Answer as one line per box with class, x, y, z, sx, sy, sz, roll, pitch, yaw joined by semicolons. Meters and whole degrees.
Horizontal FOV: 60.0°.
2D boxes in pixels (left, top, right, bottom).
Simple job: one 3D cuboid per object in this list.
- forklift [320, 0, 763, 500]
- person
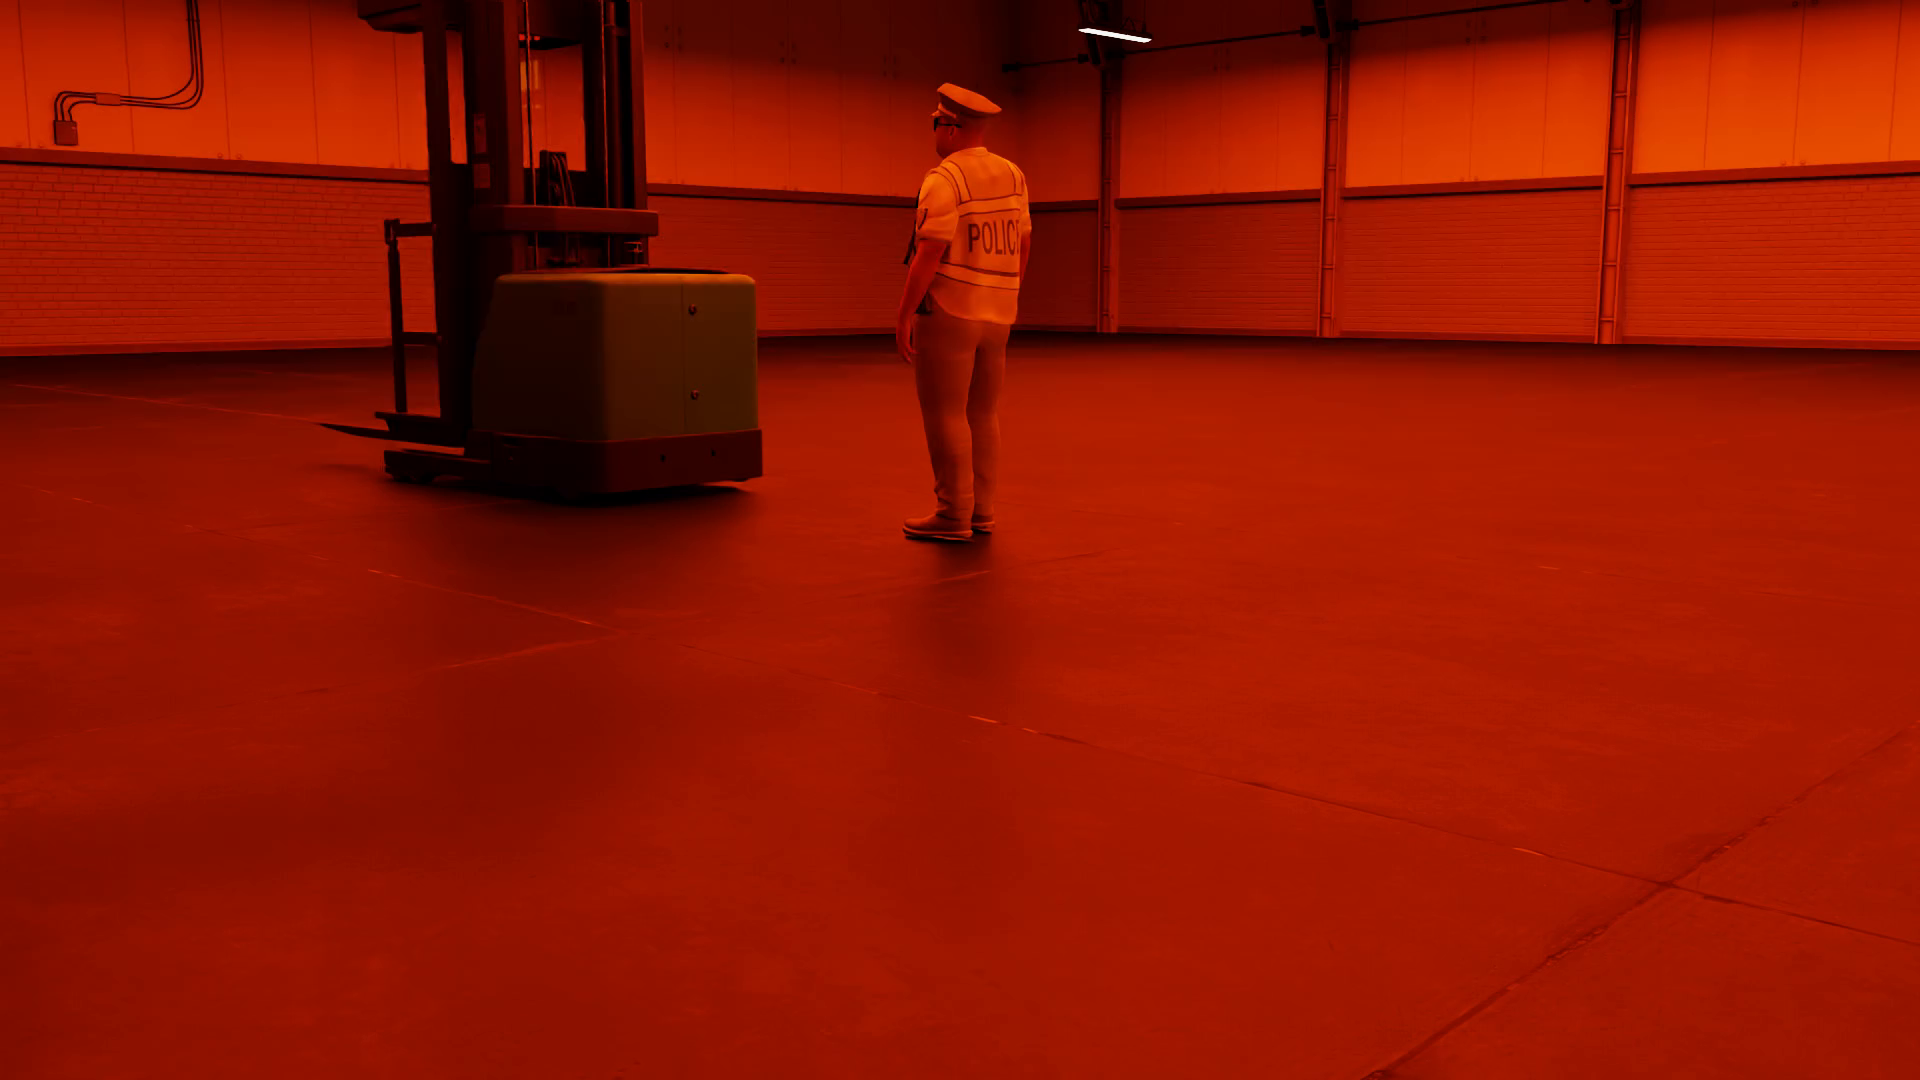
forklift;-2.418;-1.795;8.798;3.031;2.935;1.130;8;12;42
person;-0.047;-0.896;6.646;0.575;1.778;0.640;8;12;43
